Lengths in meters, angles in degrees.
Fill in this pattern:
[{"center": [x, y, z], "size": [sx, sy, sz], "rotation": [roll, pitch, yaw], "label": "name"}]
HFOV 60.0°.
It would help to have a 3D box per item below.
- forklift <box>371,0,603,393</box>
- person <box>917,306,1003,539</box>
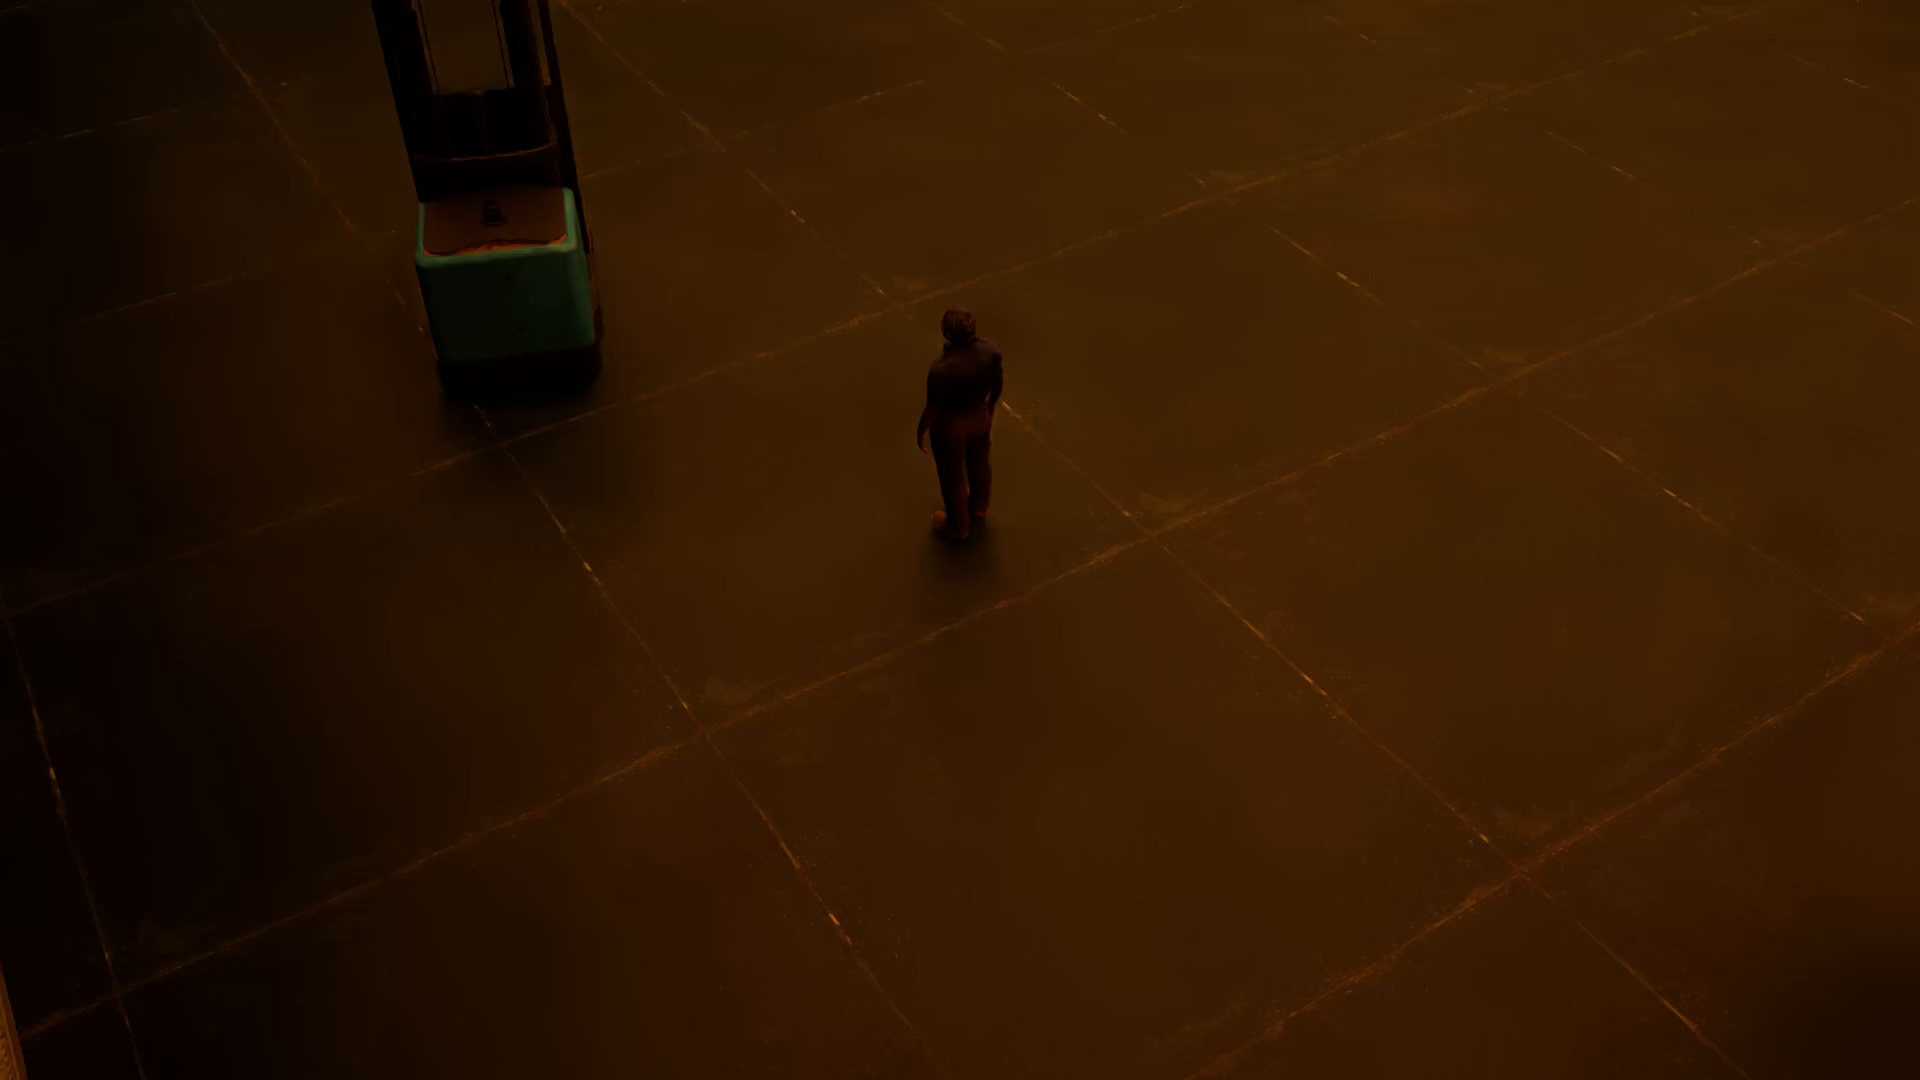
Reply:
[{"center": [-3.268, -3.065, 11.379], "size": [1.130, 2.935, 3.031], "rotation": [-8, 42, -9], "label": "forklift"}, {"center": [-0.030, -0.714, 9.587], "size": [0.570, 1.654, 0.504], "rotation": [-23, 46, -24], "label": "person"}]
